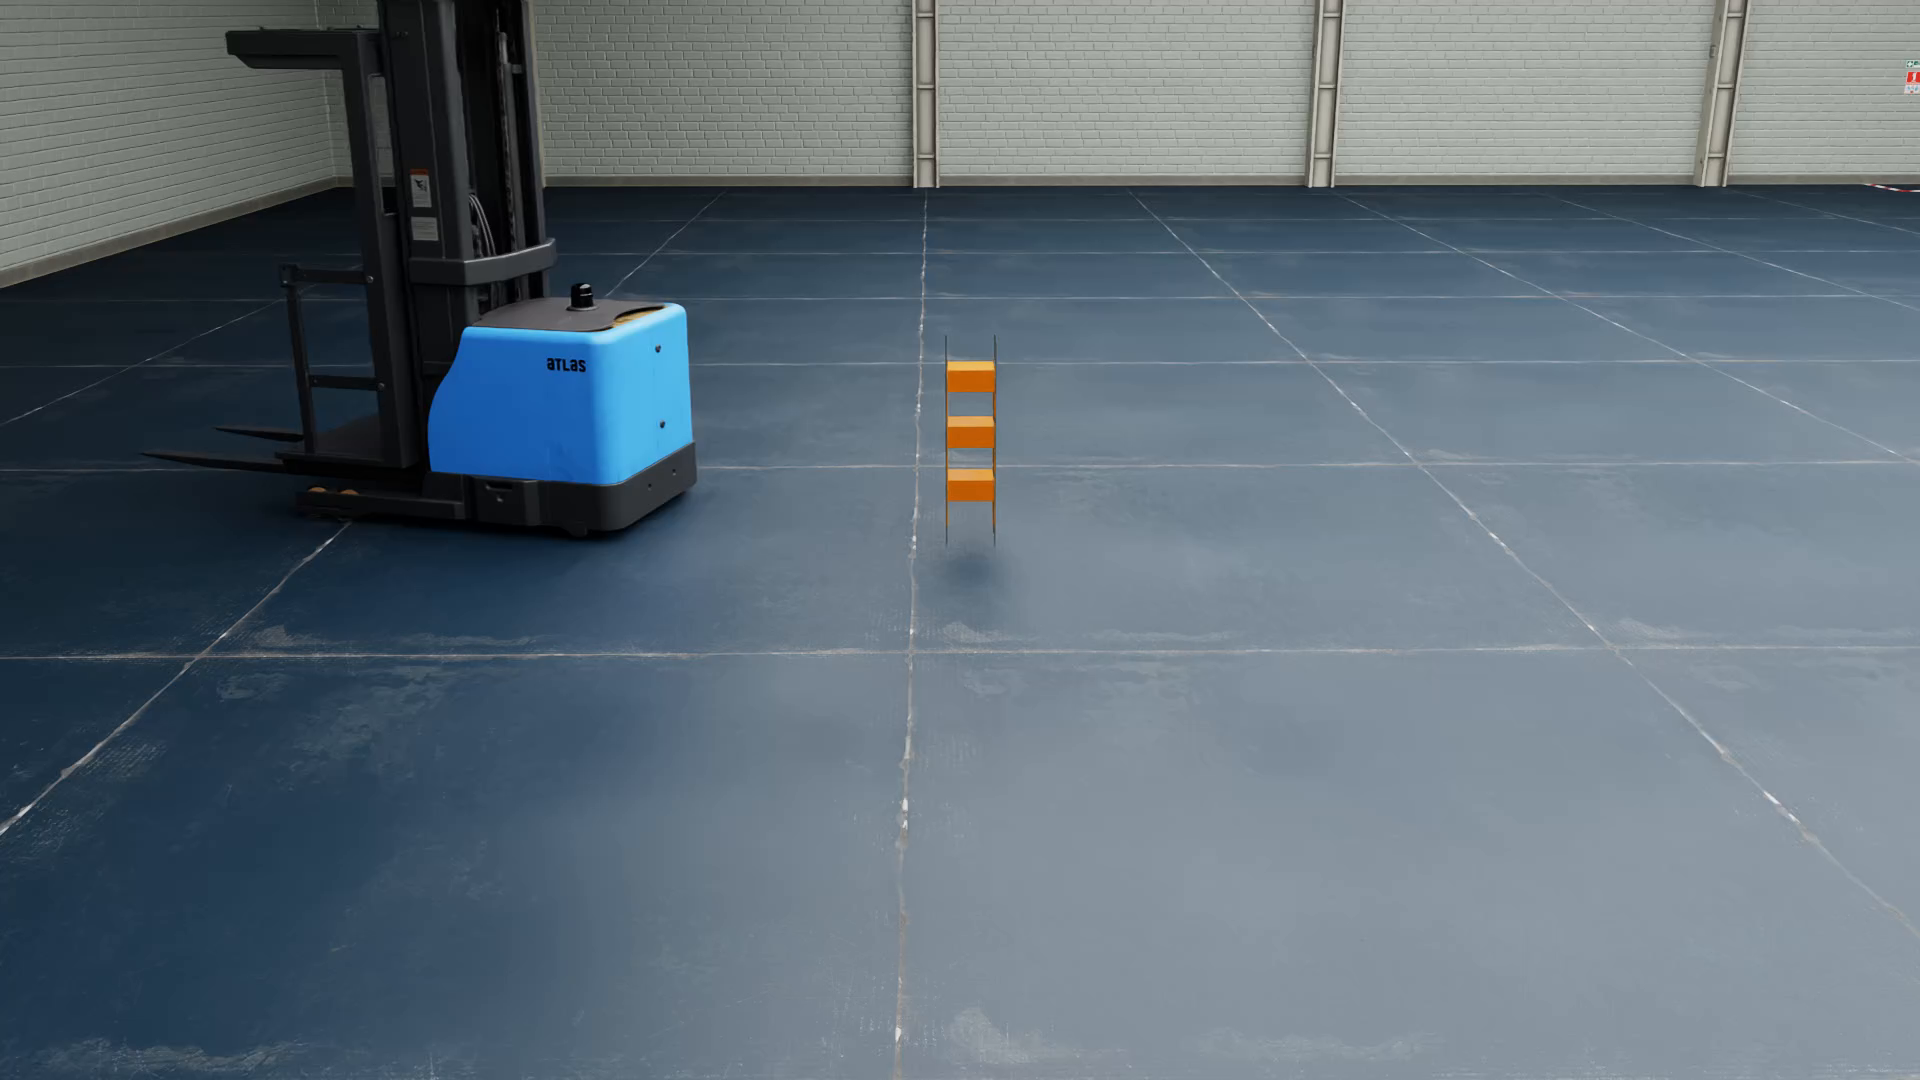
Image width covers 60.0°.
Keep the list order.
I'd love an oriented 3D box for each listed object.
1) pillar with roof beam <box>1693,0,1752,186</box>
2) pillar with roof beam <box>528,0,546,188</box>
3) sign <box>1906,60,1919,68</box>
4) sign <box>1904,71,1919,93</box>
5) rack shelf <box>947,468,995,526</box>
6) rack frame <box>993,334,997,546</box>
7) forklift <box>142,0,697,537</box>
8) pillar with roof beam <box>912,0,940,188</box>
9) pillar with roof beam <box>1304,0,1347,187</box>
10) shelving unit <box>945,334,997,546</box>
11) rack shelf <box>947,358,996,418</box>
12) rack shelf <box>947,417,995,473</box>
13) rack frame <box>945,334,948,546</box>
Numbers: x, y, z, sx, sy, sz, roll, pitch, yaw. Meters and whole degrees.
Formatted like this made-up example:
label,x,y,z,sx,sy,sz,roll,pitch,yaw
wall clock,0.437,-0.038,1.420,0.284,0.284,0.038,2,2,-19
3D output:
label,x,y,z,sx,sy,sz,roll,pitch,yaw
pillar with roof beam,11.556,-8.409,20.030,0.400,9.000,9.100,0,18,-1
pillar with roof beam,-6.442,-8.322,19.759,0.400,9.000,9.100,0,18,-1
sign,14.466,-7.192,25.129,0.331,0.109,0.001,0,18,-1
sign,14.461,-6.942,25.219,0.234,0.329,0.001,0,18,-1
rack shelf,0.054,-0.225,8.476,0.240,0.259,0.215,0,18,-1
rack frame,0.175,-0.501,8.390,0.008,1.050,0.200,0,18,-1
forklift,-3.049,-1.644,8.873,3.031,2.935,1.130,5,18,15
pillar with roof beam,-0.443,-8.351,19.849,0.400,9.000,9.100,0,18,-1
pillar with roof beam,5.556,-8.380,19.940,0.400,9.000,9.100,0,18,-1
shelving unit,0.054,-0.500,8.388,0.252,1.050,0.215,0,18,-1
rack shelf,0.054,-0.760,8.305,0.240,0.259,0.215,0,18,-1
rack shelf,0.054,-0.490,8.391,0.240,0.259,0.215,0,18,-1
rack frame,-0.068,-0.500,8.386,0.008,1.050,0.200,0,18,-1
